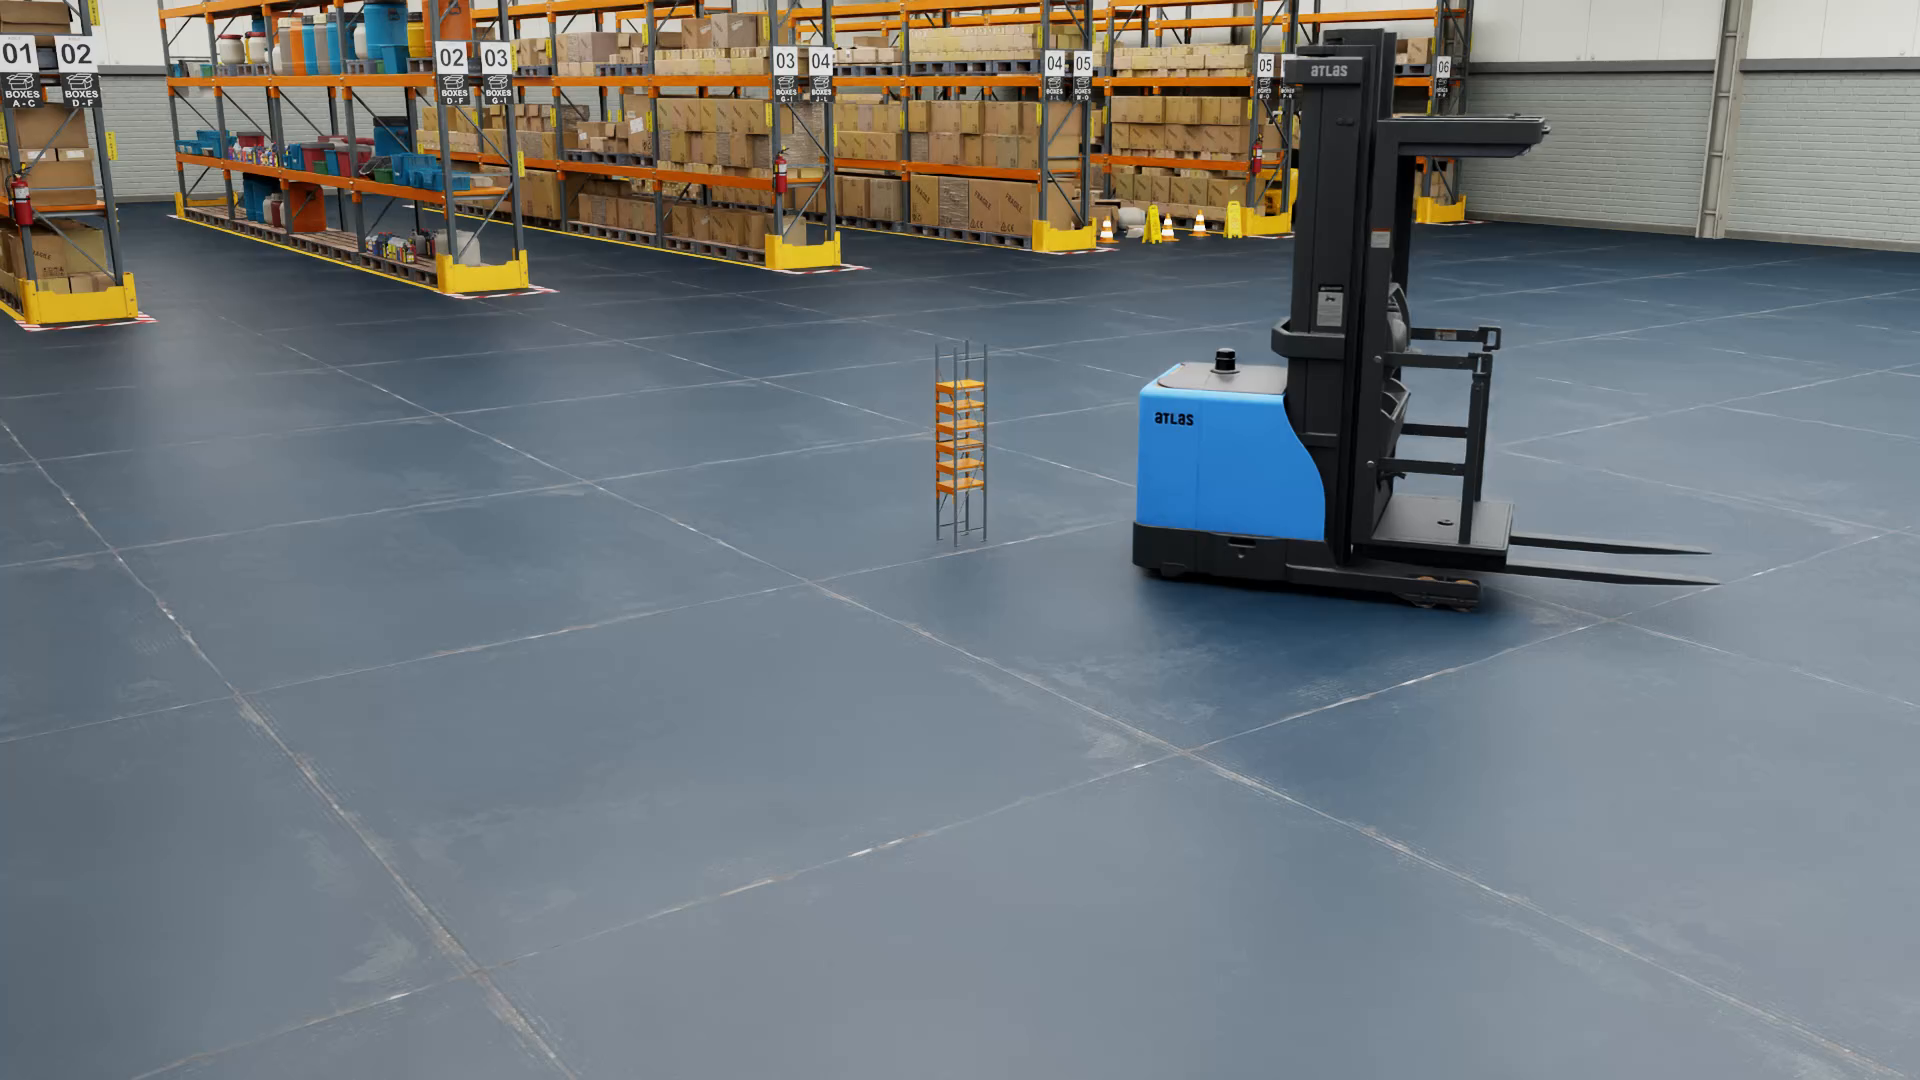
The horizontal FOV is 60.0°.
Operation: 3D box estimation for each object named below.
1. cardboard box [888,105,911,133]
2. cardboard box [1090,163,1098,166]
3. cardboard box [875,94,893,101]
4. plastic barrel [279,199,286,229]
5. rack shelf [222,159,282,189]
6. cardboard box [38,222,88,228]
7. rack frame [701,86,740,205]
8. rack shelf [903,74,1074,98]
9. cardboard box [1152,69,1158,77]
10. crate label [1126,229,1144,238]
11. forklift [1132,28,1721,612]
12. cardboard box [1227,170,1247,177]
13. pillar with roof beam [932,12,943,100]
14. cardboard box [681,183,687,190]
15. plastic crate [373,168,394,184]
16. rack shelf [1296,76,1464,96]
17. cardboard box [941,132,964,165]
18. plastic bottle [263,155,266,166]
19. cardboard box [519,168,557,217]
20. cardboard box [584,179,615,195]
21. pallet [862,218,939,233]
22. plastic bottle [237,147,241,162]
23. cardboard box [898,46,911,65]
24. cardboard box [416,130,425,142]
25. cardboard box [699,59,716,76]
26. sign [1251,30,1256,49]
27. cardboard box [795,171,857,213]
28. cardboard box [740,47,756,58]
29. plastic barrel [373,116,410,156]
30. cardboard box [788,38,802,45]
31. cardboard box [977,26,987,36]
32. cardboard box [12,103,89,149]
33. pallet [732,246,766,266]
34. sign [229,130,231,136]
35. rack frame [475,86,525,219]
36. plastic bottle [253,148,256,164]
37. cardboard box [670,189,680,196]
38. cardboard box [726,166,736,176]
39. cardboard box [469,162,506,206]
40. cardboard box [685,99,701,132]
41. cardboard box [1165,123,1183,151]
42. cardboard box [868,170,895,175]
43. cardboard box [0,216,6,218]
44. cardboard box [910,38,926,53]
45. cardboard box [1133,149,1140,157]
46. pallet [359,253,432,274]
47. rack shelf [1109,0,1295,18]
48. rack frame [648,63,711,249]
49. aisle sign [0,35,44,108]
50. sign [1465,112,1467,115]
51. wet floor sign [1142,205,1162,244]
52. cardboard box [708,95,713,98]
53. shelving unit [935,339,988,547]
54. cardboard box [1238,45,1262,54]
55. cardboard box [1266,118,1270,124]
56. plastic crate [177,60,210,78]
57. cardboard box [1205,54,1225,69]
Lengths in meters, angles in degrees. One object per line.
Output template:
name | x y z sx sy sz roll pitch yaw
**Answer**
cardboard box | -0.911 -7.829 30.915 0.700 0.500 0.500 -11 19 -35
cardboard box | 3.454 -9.386 41.396 0.380 0.149 0.250 -10 18 -33
cardboard box | -1.812 -10.551 39.632 0.380 0.149 0.250 -11 19 -36
plastic barrel | -11.749 -5.741 29.289 0.421 0.512 0.421 0 15 0
rack shelf | -12.220 -6.610 29.909 1.077 0.370 4.000 -11 19 -35
cardboard box | -11.364 -3.762 21.131 0.500 0.500 0.500 -11 19 -35
rack frame | -5.318 -8.902 36.917 1.000 3.000 0.127 -11 19 -35
rack shelf | 0.562 -7.866 28.815 1.077 0.370 4.000 -11 19 -35
cardboard box | 3.923 -8.985 32.018 0.380 0.149 0.250 -12 19 -36
crate label | 3.176 -5.553 30.106 0.298 0.136 0.250 7 17 23
forklift | 2.541 -1.195 8.890 3.031 2.935 1.130 5 16 19
cardboard box | 6.578 -8.088 37.648 0.875 0.625 0.625 -11 19 -35
pillar with roof beam | -4.051 -14.258 45.123 9.100 9.000 0.400 -11 19 -35
cardboard box | -6.101 -8.001 37.668 0.380 0.149 0.250 -12 19 -36
plastic crate | -8.122 -5.240 23.942 0.450 0.188 0.662 -11 19 -35
rack shelf | 8.519 -9.427 34.518 1.077 0.370 4.000 -11 19 -35
cardboard box | 0.177 -6.941 29.471 0.875 0.550 0.550 -11 19 -35
plastic bottle | -12.101 -6.635 29.014 0.097 0.201 0.097 0 15 0
cardboard box | -7.944 -6.819 32.538 1.225 0.875 0.875 -11 19 -34
cardboard box | -6.619 -6.529 30.730 0.500 0.250 0.500 -10 18 -32
pallet | -1.129 -6.001 31.603 1.003 0.211 1.213 -11 19 -35
plastic bottle | -13.170 -7.057 30.423 0.097 0.271 0.097 0 15 0
cardboard box | -1.090 -11.156 38.487 0.500 0.500 0.500 -11 19 -36
cardboard box | -11.677 -8.934 36.757 0.500 0.250 0.500 -11 19 -36
cardboard box | -3.713 -7.352 25.859 0.500 0.250 0.500 -11 19 -35
sign | 5.222 -8.921 29.629 0.100 0.325 0.005 -11 19 -35
cardboard box | -2.681 -7.021 33.512 1.050 0.750 0.750 -11 19 -35
cardboard box | -3.057 -7.284 24.853 0.380 0.149 0.250 -12 19 -37
plastic barrel | -8.674 -6.048 25.540 0.600 0.901 0.708 -11 19 -35
cardboard box | -3.414 -9.958 33.455 0.396 0.266 0.258 -11 19 -35
cardboard box | 0.518 -8.591 28.081 0.380 0.149 0.250 -11 19 -35
cardboard box | -10.644 -4.841 19.434 0.700 0.500 0.500 -11 19 -34
pallet | -2.827 -4.441 25.902 1.003 0.211 1.213 -11 19 -35
sign | -15.312 -8.406 34.798 0.100 0.325 0.005 -11 19 -35
rack frame | -9.389 -8.153 34.183 1.000 3.000 0.127 -11 19 -35
plastic bottle | -12.486 -6.806 29.483 0.061 0.283 0.133 -11 19 -35
cardboard box | -6.433 -7.981 38.158 0.380 0.149 0.250 -11 19 -35
cardboard box | -3.416 -5.763 25.925 0.380 0.149 0.250 -11 19 -35
cardboard box | -9.713 -7.484 34.969 0.875 0.875 0.875 -11 19 -35
cardboard box | -4.038 -6.770 26.483 0.500 0.500 0.500 -11 19 -35
cardboard box | 4.276 -7.720 31.848 0.500 0.500 0.500 -11 19 -34
cardboard box | -1.655 -8.809 40.637 0.875 0.438 0.875 -11 19 -35
cardboard box | -14.234 -4.726 25.010 0.500 0.311 0.500 -11 19 -35
cardboard box | -0.553 -8.814 29.652 0.500 0.250 0.500 -11 19 -34
cardboard box | 3.628 -7.647 32.810 0.380 0.149 0.250 -11 19 -35
pallet | -8.331 -4.181 24.953 1.003 0.211 1.213 -11 19 -35
rack shelf | 4.507 -10.101 31.305 1.077 0.370 4.000 -11 19 -35
rack frame | -4.685 -6.445 27.942 1.000 3.000 0.127 -11 19 -35
aisle sign | -10.548 -5.248 18.645 0.394 0.787 0.004 -11 19 -35
sign | 10.148 -8.441 33.444 0.100 0.325 0.005 -11 19 -35
wet floor sign | 3.357 -5.505 28.966 0.232 0.644 0.267 14 21 42
cardboard box | -5.813 -9.634 36.946 0.500 0.500 0.500 -12 19 -36
shelving unit | 0.009 -0.576 9.906 0.258 1.200 0.189 -11 19 -35
cardboard box | 5.245 -8.866 30.070 0.380 0.149 0.250 -11 19 -34
cardboard box | 6.797 -9.206 36.613 0.380 0.149 0.250 -11 19 -35
plastic crate | -15.071 -9.287 32.760 0.504 0.338 0.767 -11 19 -35
cardboard box | 4.880 -8.824 30.673 0.500 0.250 0.500 -11 19 -35
